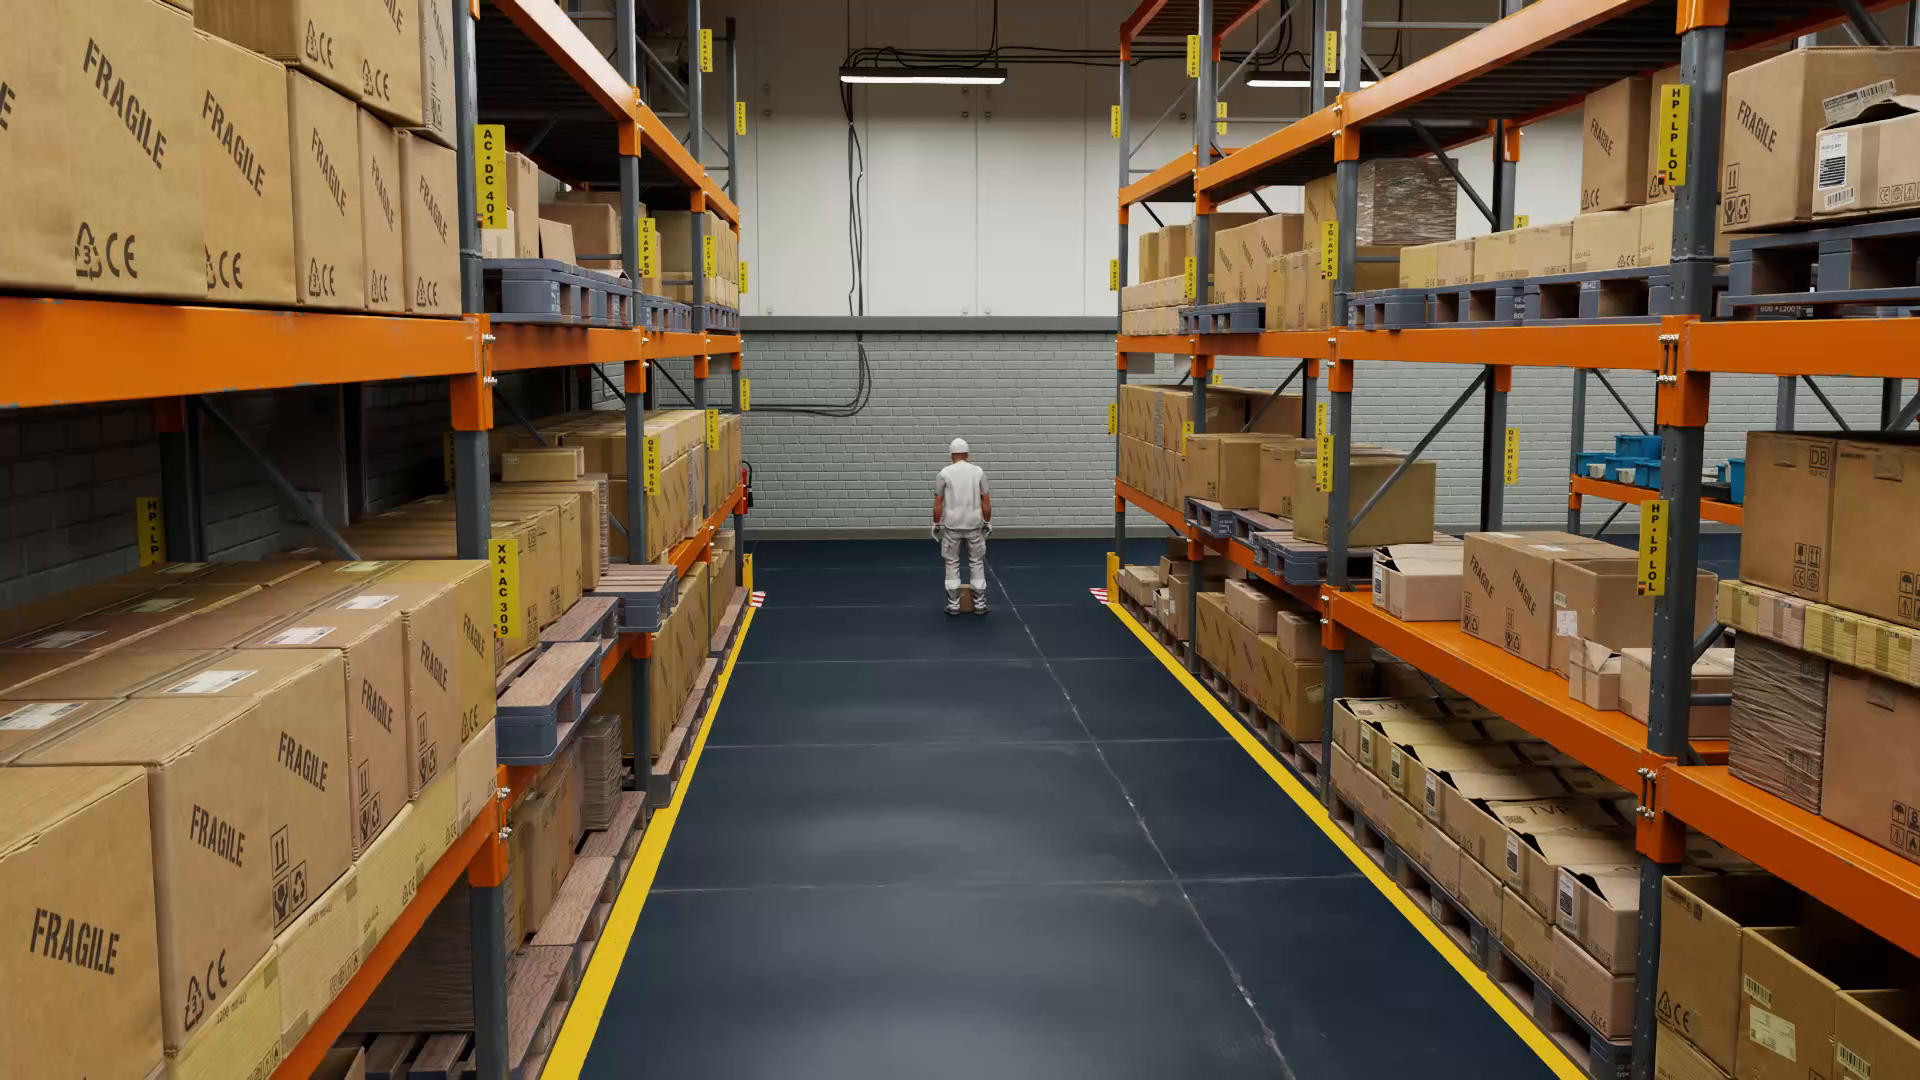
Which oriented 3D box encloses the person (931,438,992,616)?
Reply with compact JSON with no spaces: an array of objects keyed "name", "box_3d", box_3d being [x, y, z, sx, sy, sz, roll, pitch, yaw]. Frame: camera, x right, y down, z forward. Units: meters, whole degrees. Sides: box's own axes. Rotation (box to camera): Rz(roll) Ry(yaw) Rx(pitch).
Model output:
[{"name":"person","box_3d":[0.018,-0.135,16.810,0.622,1.781,0.445,-1,7,-6]}]
